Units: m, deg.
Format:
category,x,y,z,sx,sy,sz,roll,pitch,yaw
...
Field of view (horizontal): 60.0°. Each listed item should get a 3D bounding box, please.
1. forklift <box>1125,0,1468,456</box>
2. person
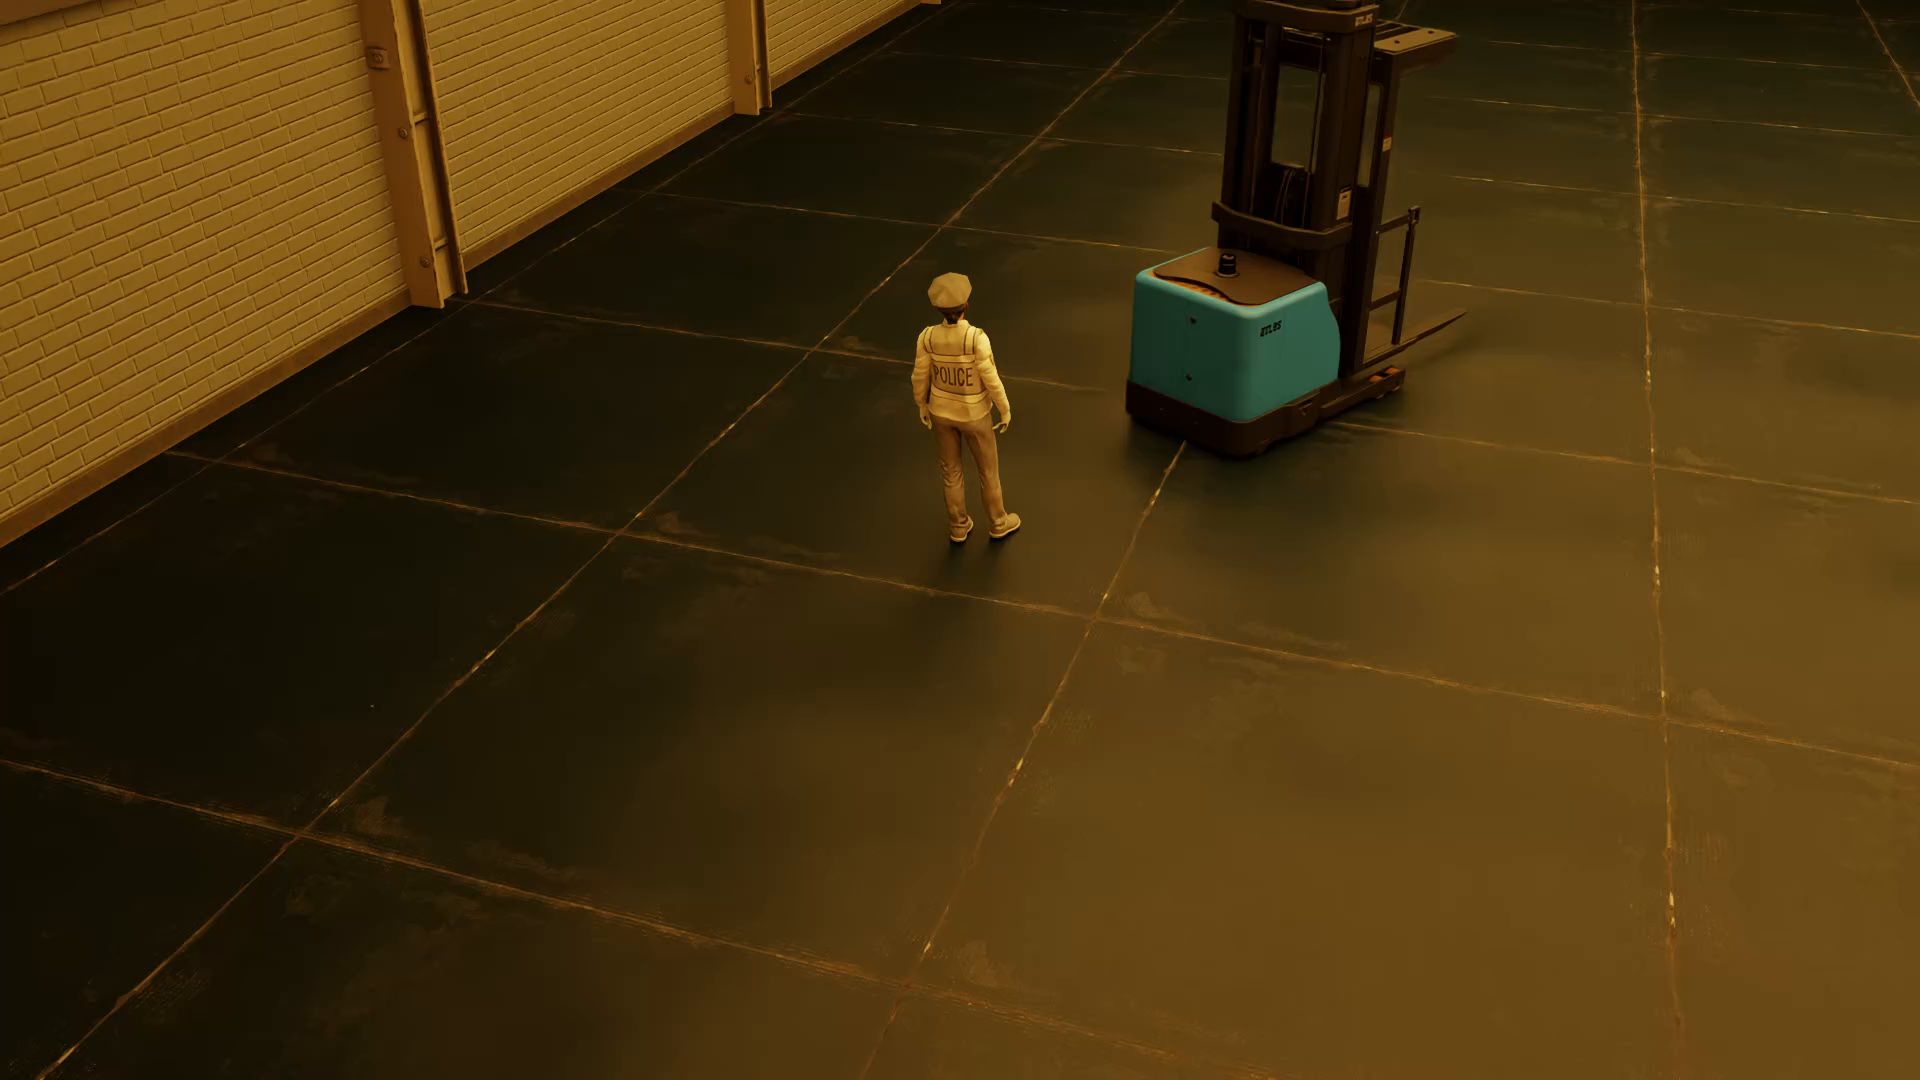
category,x,y,z,sx,sy,sz,roll,pitch,yaw
forklift,2.564,-2.446,11.427,3.031,2.935,1.130,-25,38,-37
person,0.028,-0.773,9.727,0.588,1.695,0.531,10,31,16
